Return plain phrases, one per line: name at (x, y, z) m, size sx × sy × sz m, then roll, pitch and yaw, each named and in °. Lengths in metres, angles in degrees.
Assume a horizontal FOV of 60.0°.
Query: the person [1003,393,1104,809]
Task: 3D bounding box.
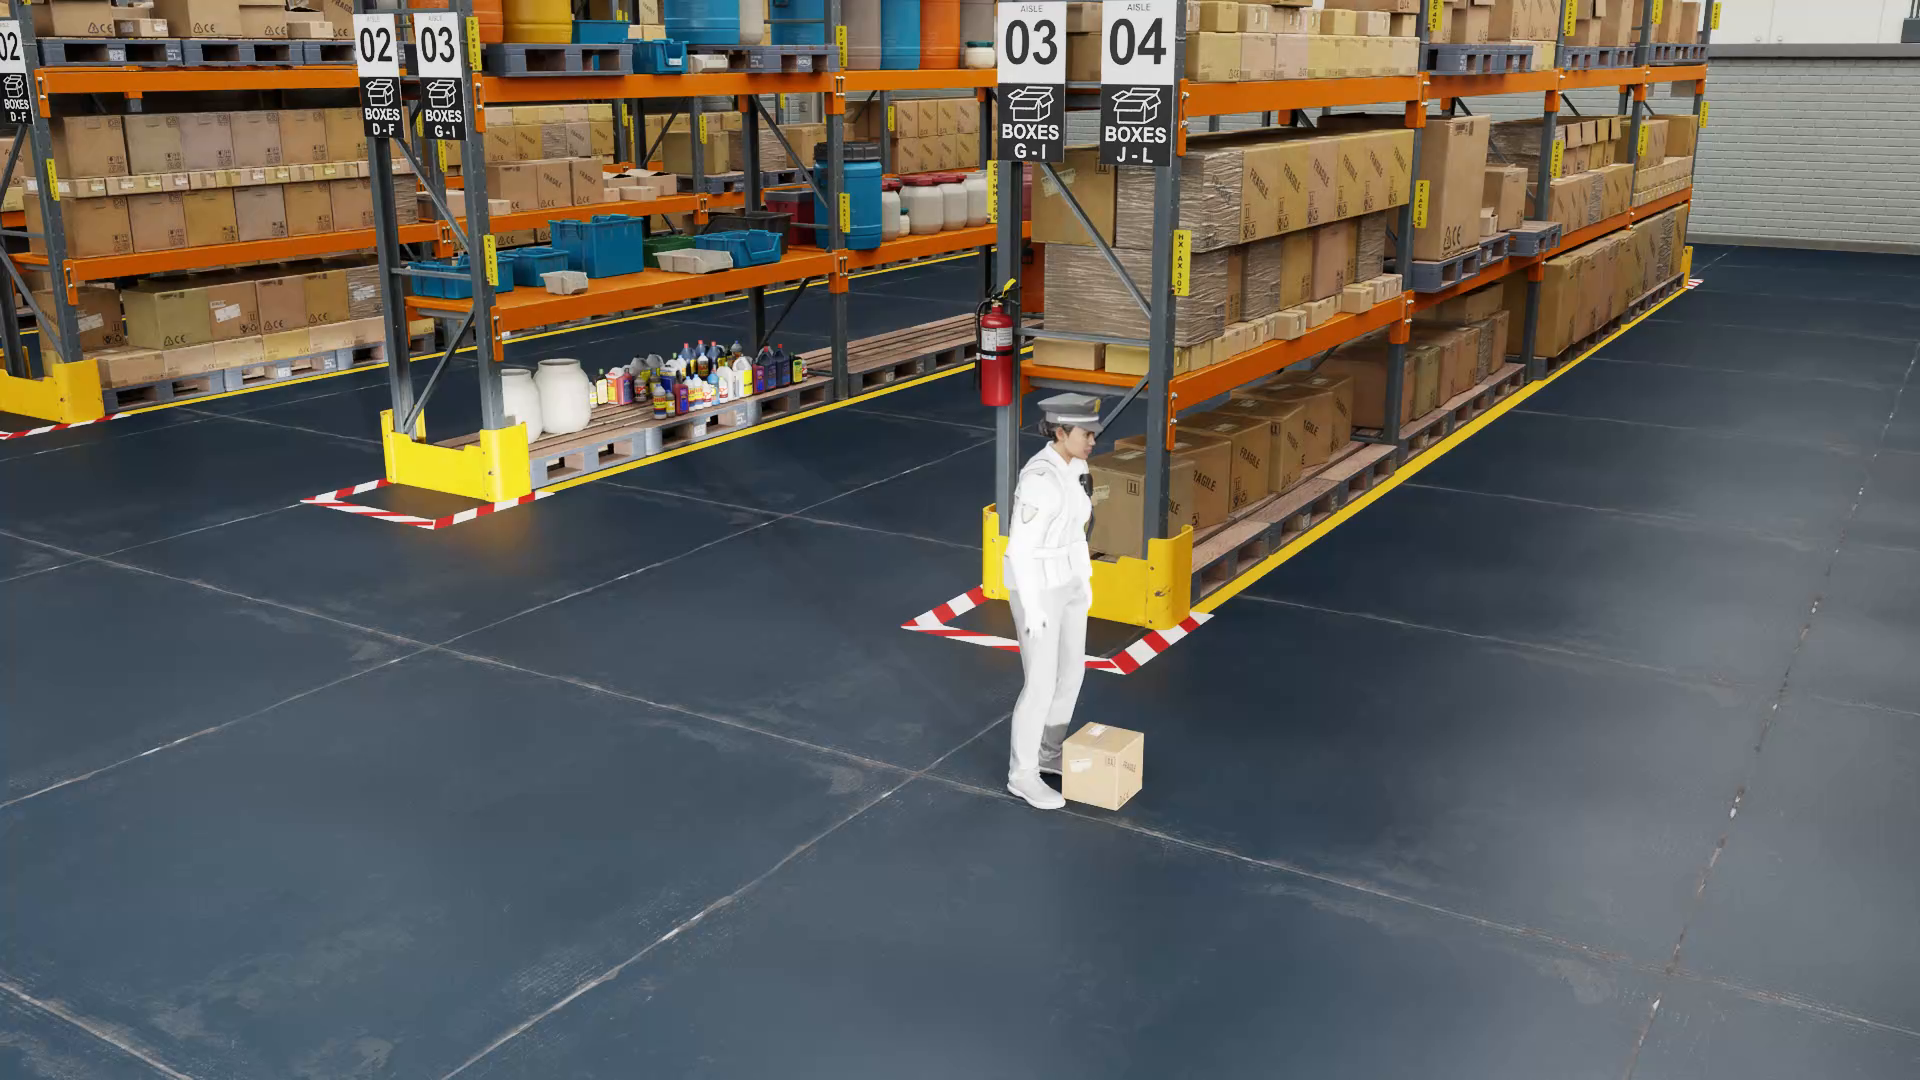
person at (0.383, 0.221, 6.775) m, size 0.376 × 1.661 × 0.530 m, roll 10°, pitch 19°, yaw 30°
